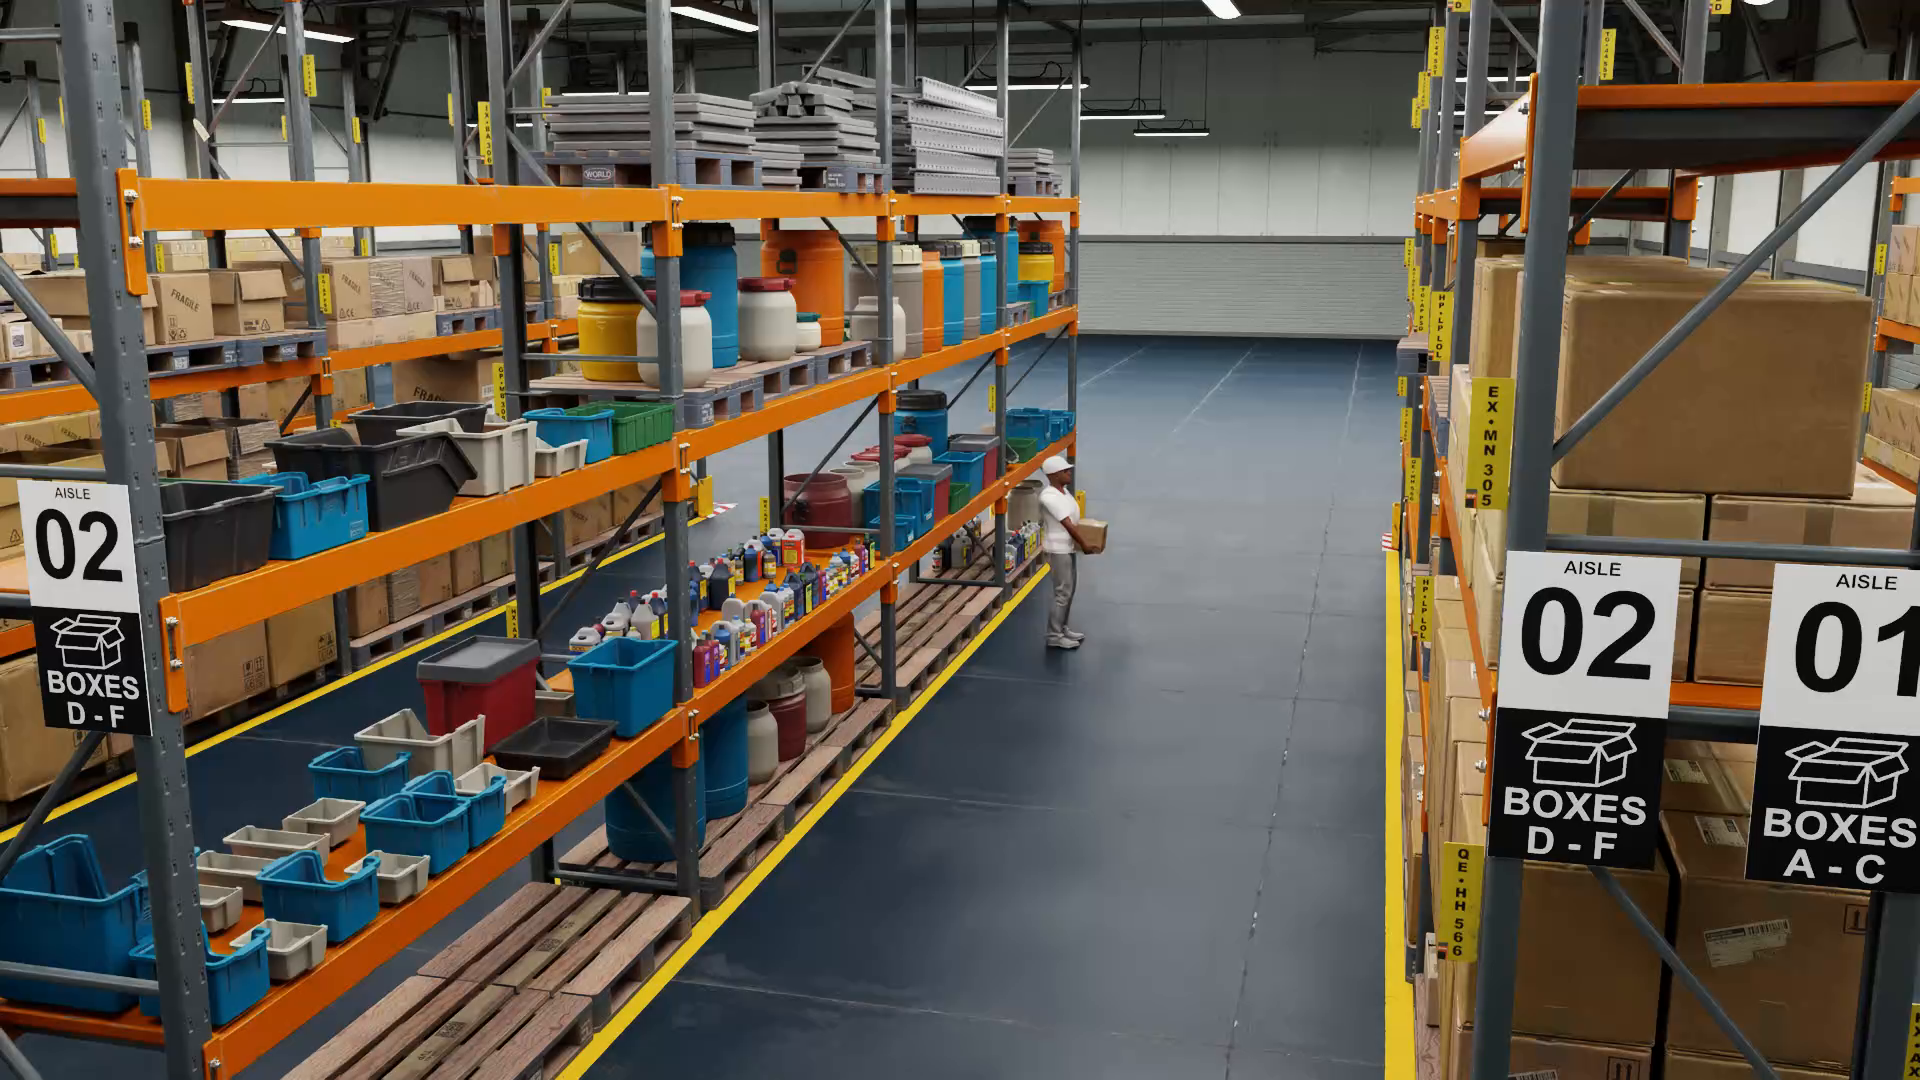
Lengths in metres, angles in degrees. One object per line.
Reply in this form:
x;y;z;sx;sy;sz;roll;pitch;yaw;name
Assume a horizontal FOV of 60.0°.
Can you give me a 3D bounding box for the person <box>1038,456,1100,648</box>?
1.033;0.104;15.385;0.586;1.762;0.502;3;12;14;person
